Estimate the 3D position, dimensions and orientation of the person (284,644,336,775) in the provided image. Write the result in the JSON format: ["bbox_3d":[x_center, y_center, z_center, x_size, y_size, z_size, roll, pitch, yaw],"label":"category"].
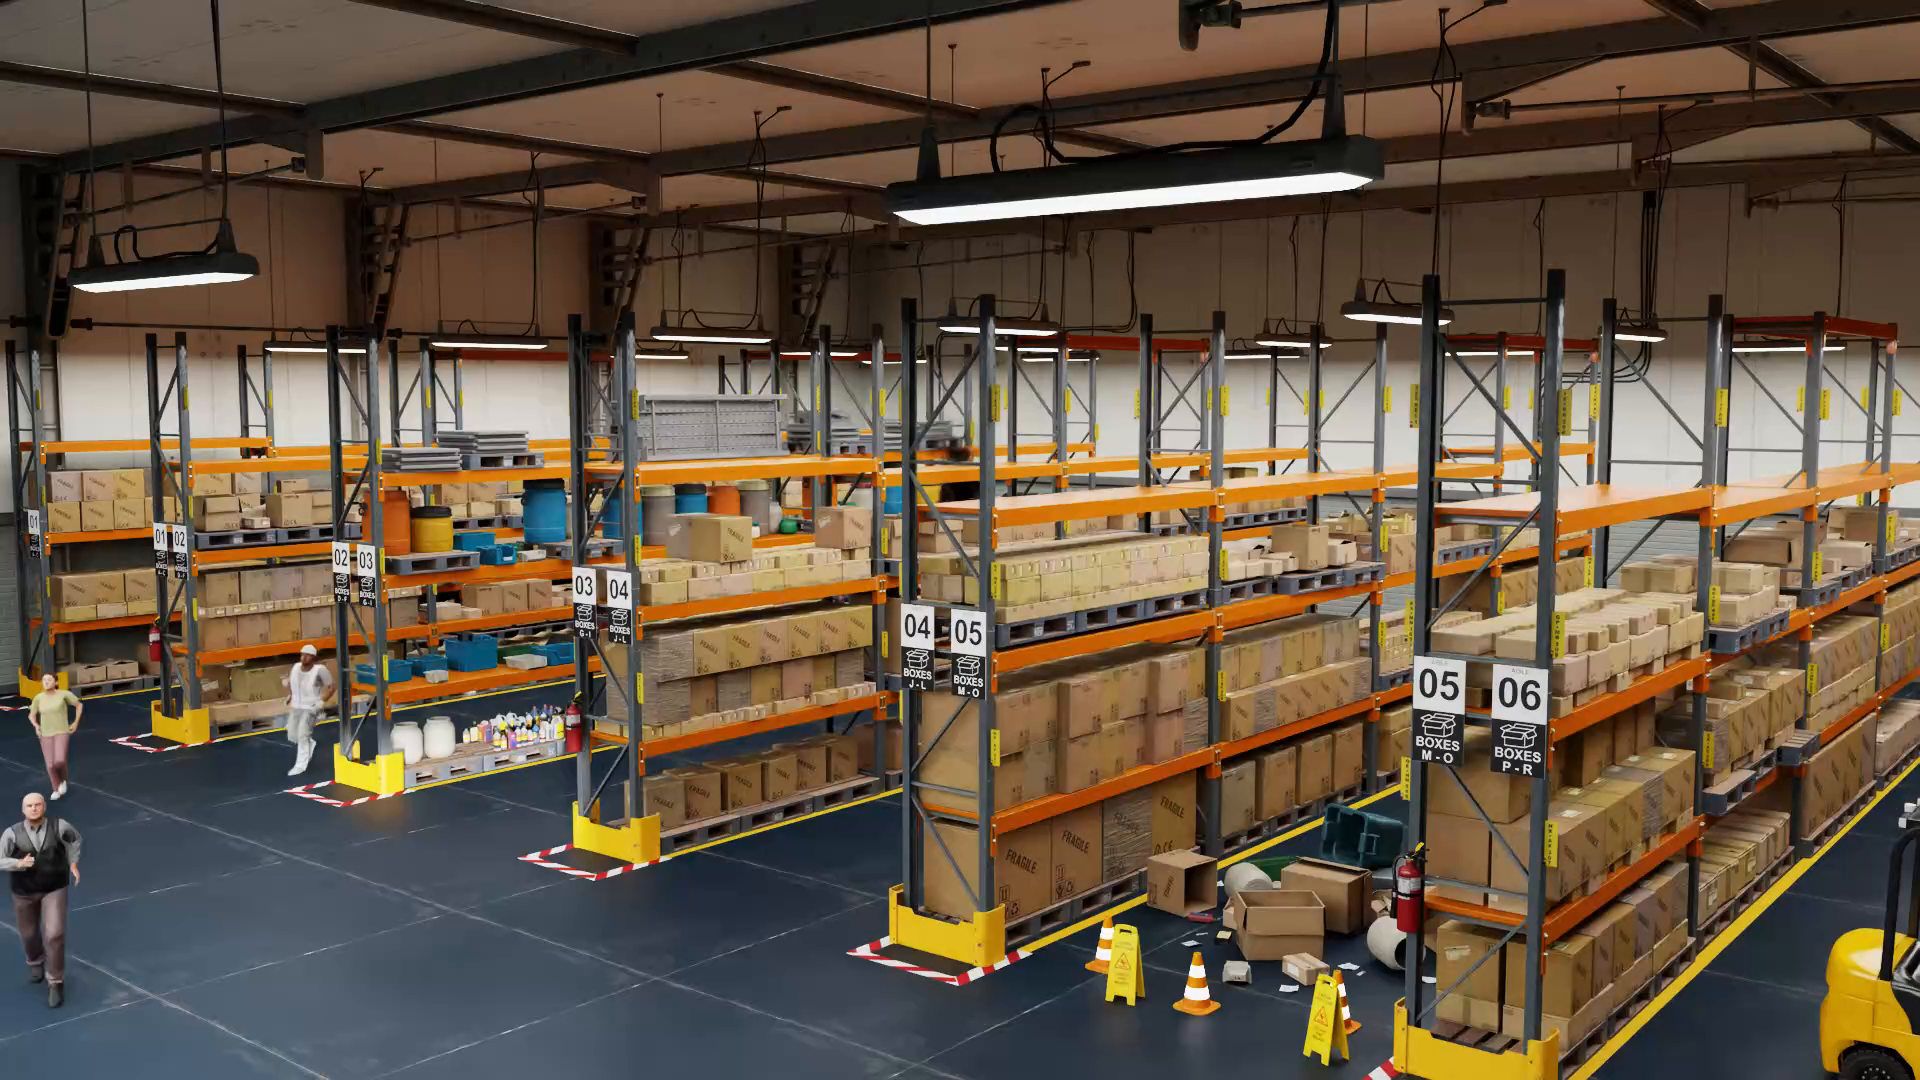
[{"bbox_3d":[-8.816,2.280,22.606,0.725,1.764,0.652,1,5,13],"label":"person"}]

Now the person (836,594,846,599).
[{"bbox_3d":[-2.300,1.426,32.684,0.545,1.573,0.847,3,6,26],"label":"person"}]

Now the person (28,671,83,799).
[{"bbox_3d":[-11.422,2.468,20.969,0.590,1.628,0.537,-1,5,-15],"label":"person"}]

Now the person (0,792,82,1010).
[{"bbox_3d":[-7.836,3.025,14.169,0.632,1.772,0.821,-2,6,-24],"label":"person"}]
